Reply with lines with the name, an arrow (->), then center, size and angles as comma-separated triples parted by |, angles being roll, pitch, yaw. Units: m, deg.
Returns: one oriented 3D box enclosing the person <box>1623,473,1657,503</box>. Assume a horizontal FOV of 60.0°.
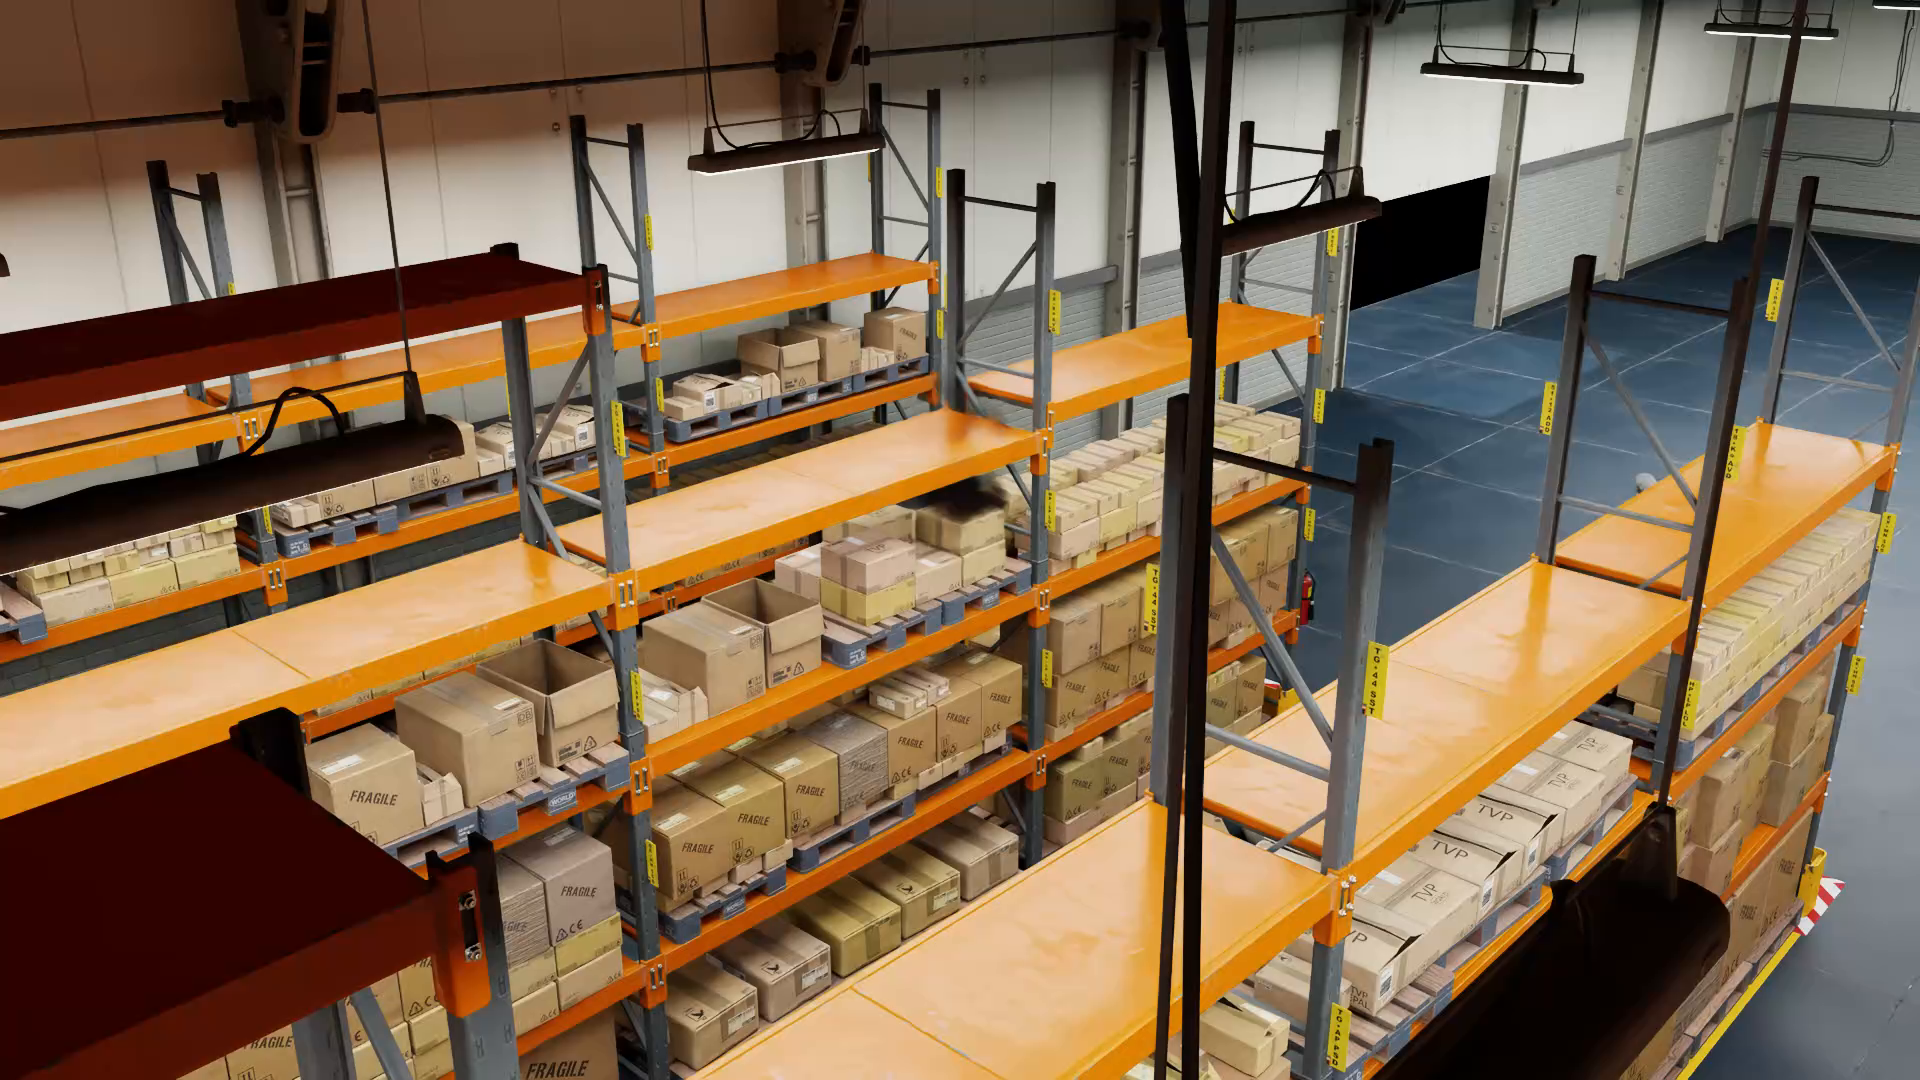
person -> 8.011, -0.001, 19.766 | 0.652, 1.664, 0.555 | 0, 21, -1
